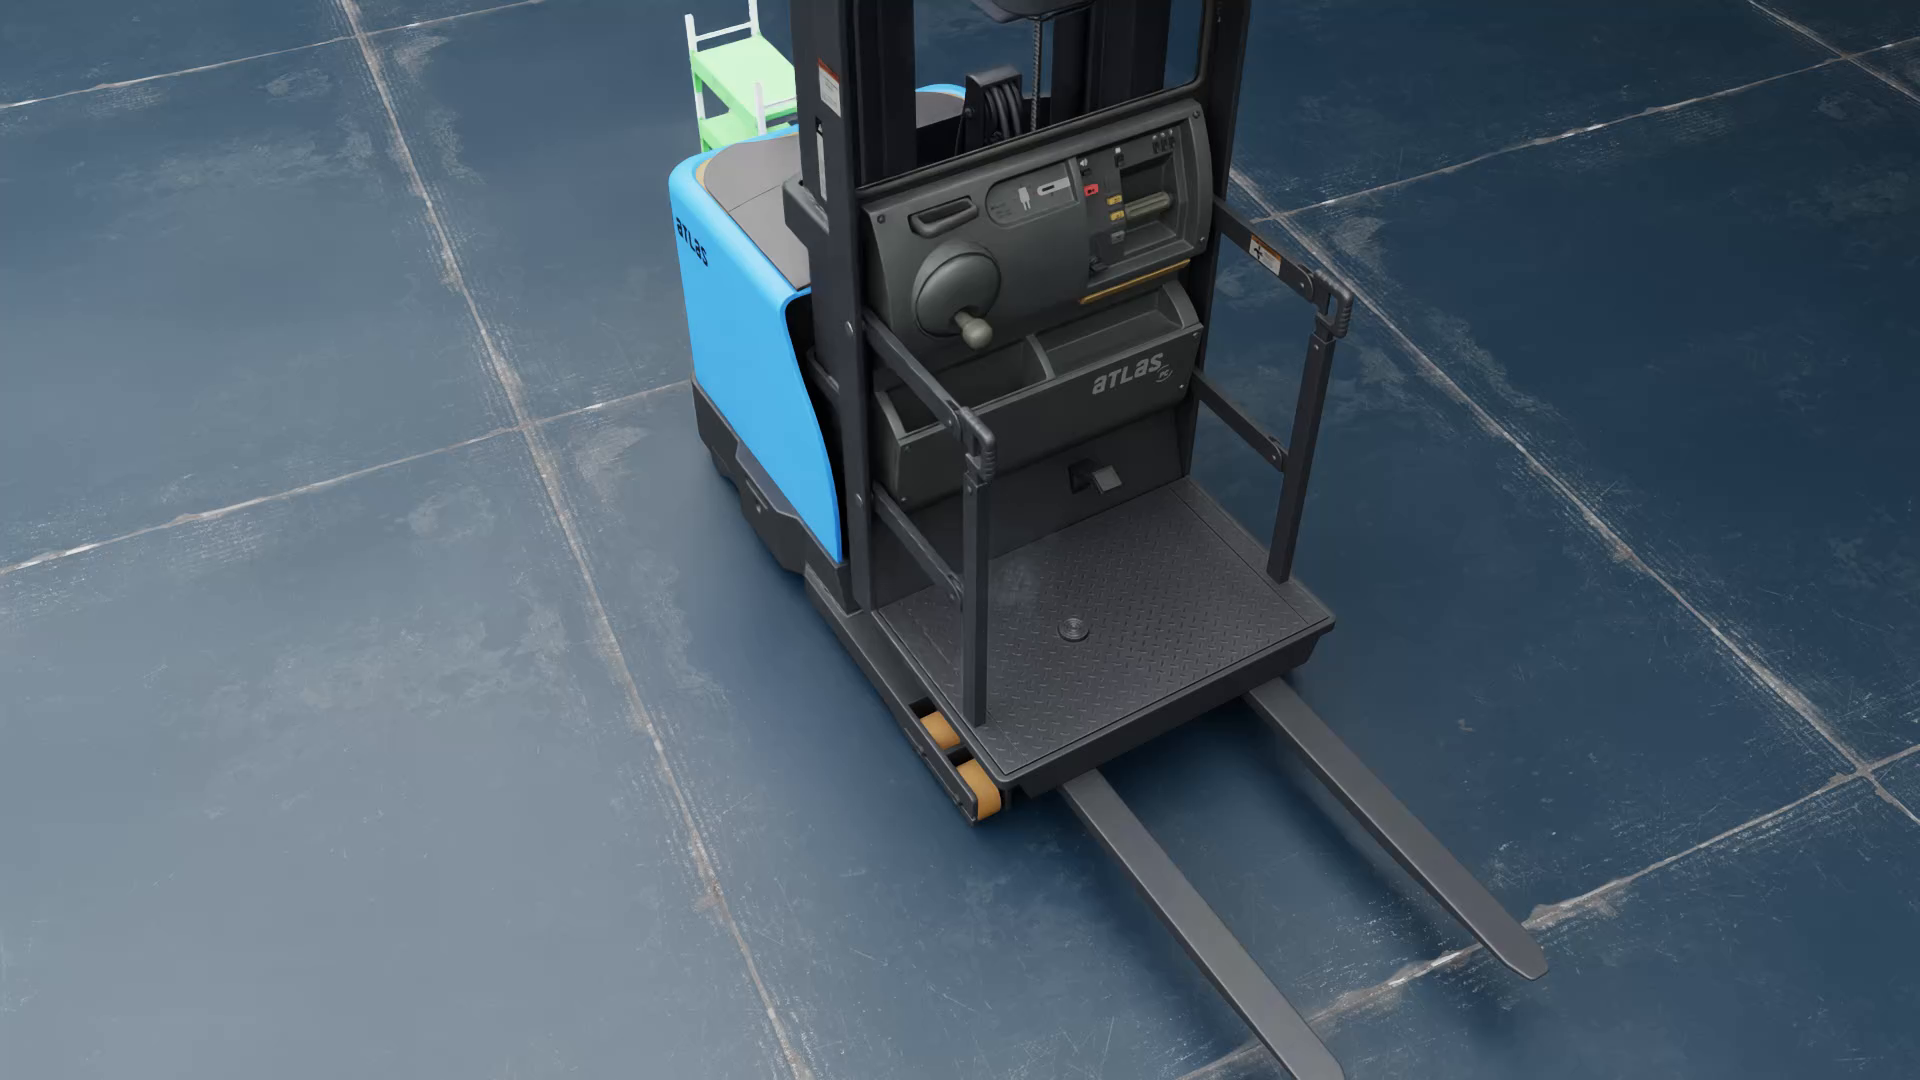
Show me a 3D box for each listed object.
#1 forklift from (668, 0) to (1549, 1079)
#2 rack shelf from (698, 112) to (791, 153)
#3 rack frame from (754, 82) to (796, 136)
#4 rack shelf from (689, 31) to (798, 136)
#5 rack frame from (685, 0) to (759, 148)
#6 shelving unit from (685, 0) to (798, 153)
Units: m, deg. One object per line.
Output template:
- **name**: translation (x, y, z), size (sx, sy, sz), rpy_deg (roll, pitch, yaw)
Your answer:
- **forklift**: translation (0.323, -0.665, 3.837), size (1.130, 2.935, 3.031), rpy_deg (-23, 49, -22)
- **rack shelf**: translation (-0.629, -1.232, 5.393), size (0.258, 0.148, 0.480), rpy_deg (-23, 49, -22)
- **rack frame**: translation (-0.503, -0.960, 5.368), size (0.240, 1.200, 0.015), rpy_deg (-23, 49, -22)
- **rack shelf**: translation (-0.629, -1.403, 5.225), size (0.258, 0.148, 0.480), rpy_deg (-23, 49, -22)
- **rack frame**: translation (-0.754, -1.253, 5.666), size (0.240, 1.200, 0.015), rpy_deg (-23, 49, -22)
- **shelving unit**: translation (-0.629, -1.107, 5.517), size (0.258, 1.200, 0.503), rpy_deg (-23, 49, -22)
